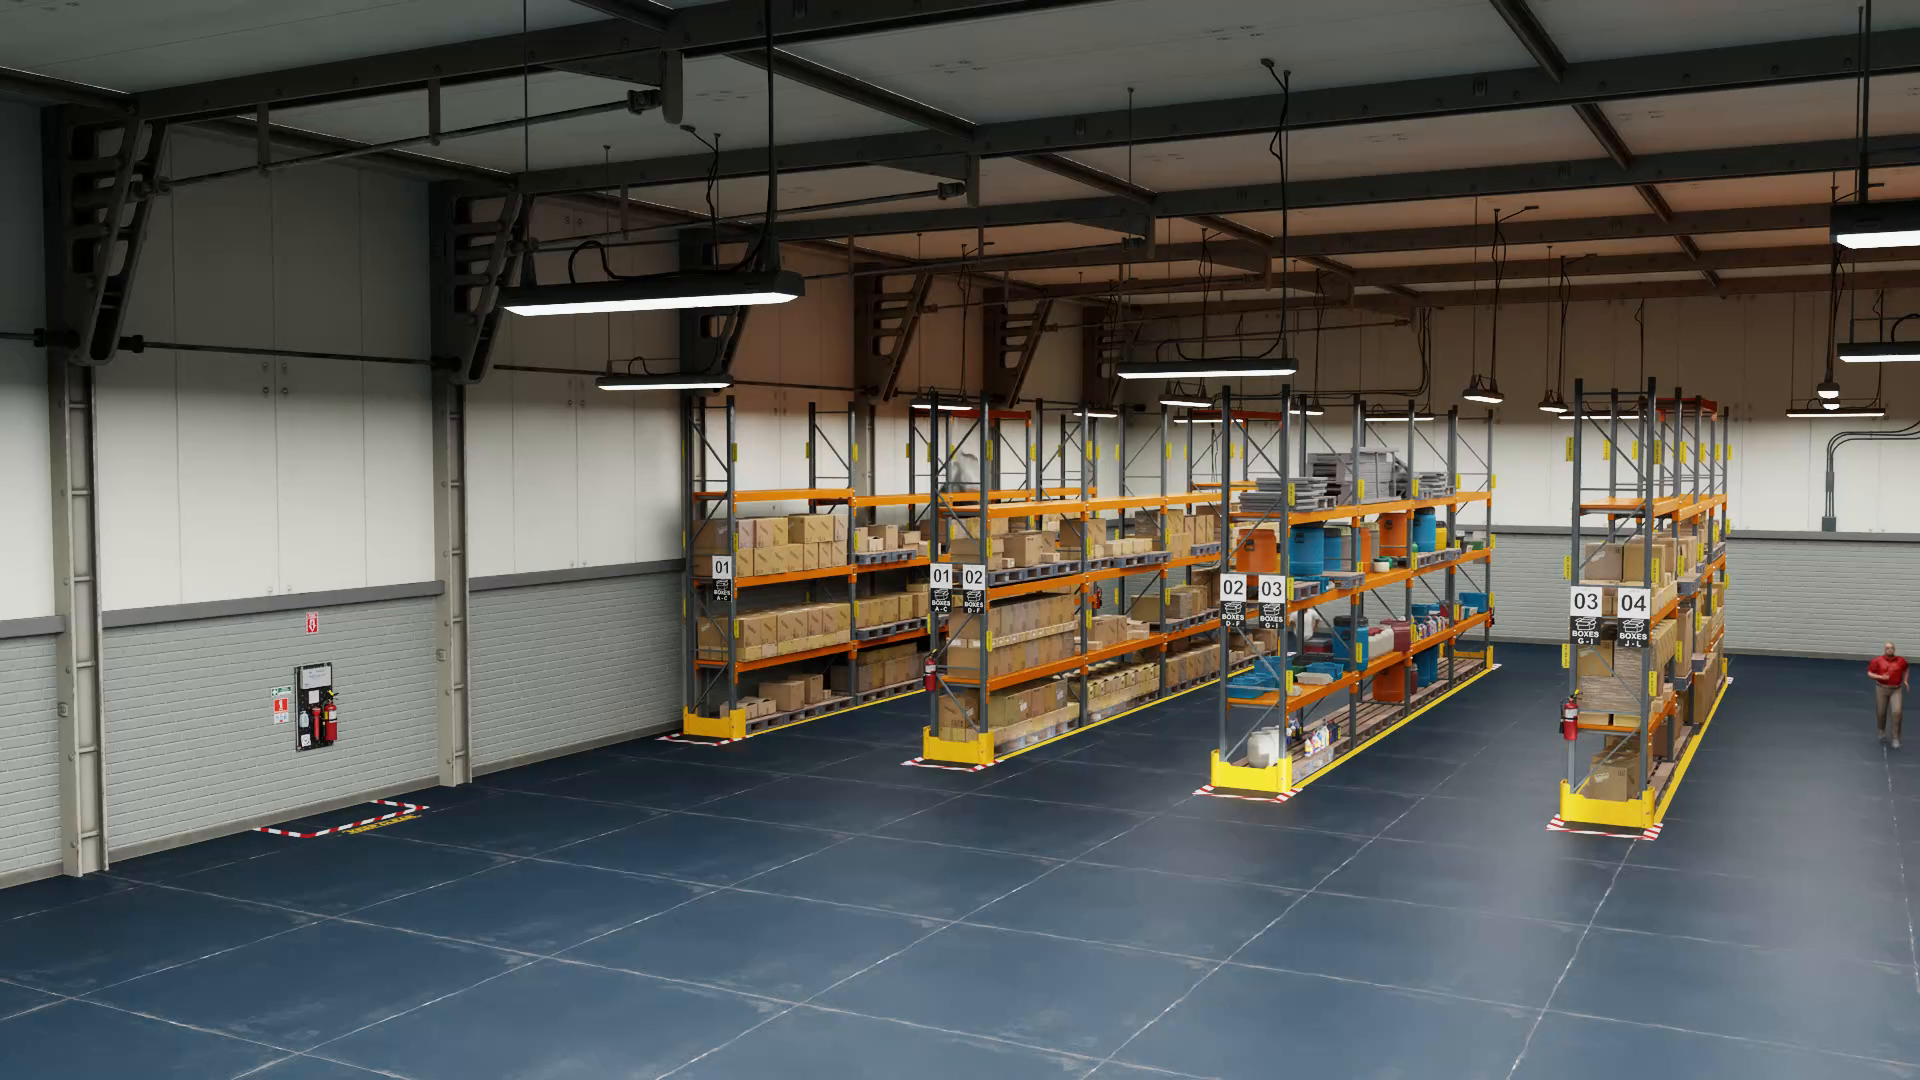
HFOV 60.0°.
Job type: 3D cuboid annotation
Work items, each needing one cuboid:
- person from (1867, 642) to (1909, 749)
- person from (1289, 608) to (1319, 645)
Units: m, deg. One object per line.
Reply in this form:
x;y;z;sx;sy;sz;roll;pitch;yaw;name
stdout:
15.888;2.625;28.460;0.648;1.763;0.931;1;3;25;person
7.677;2.177;37.276;0.660;1.815;0.734;1;3;20;person
